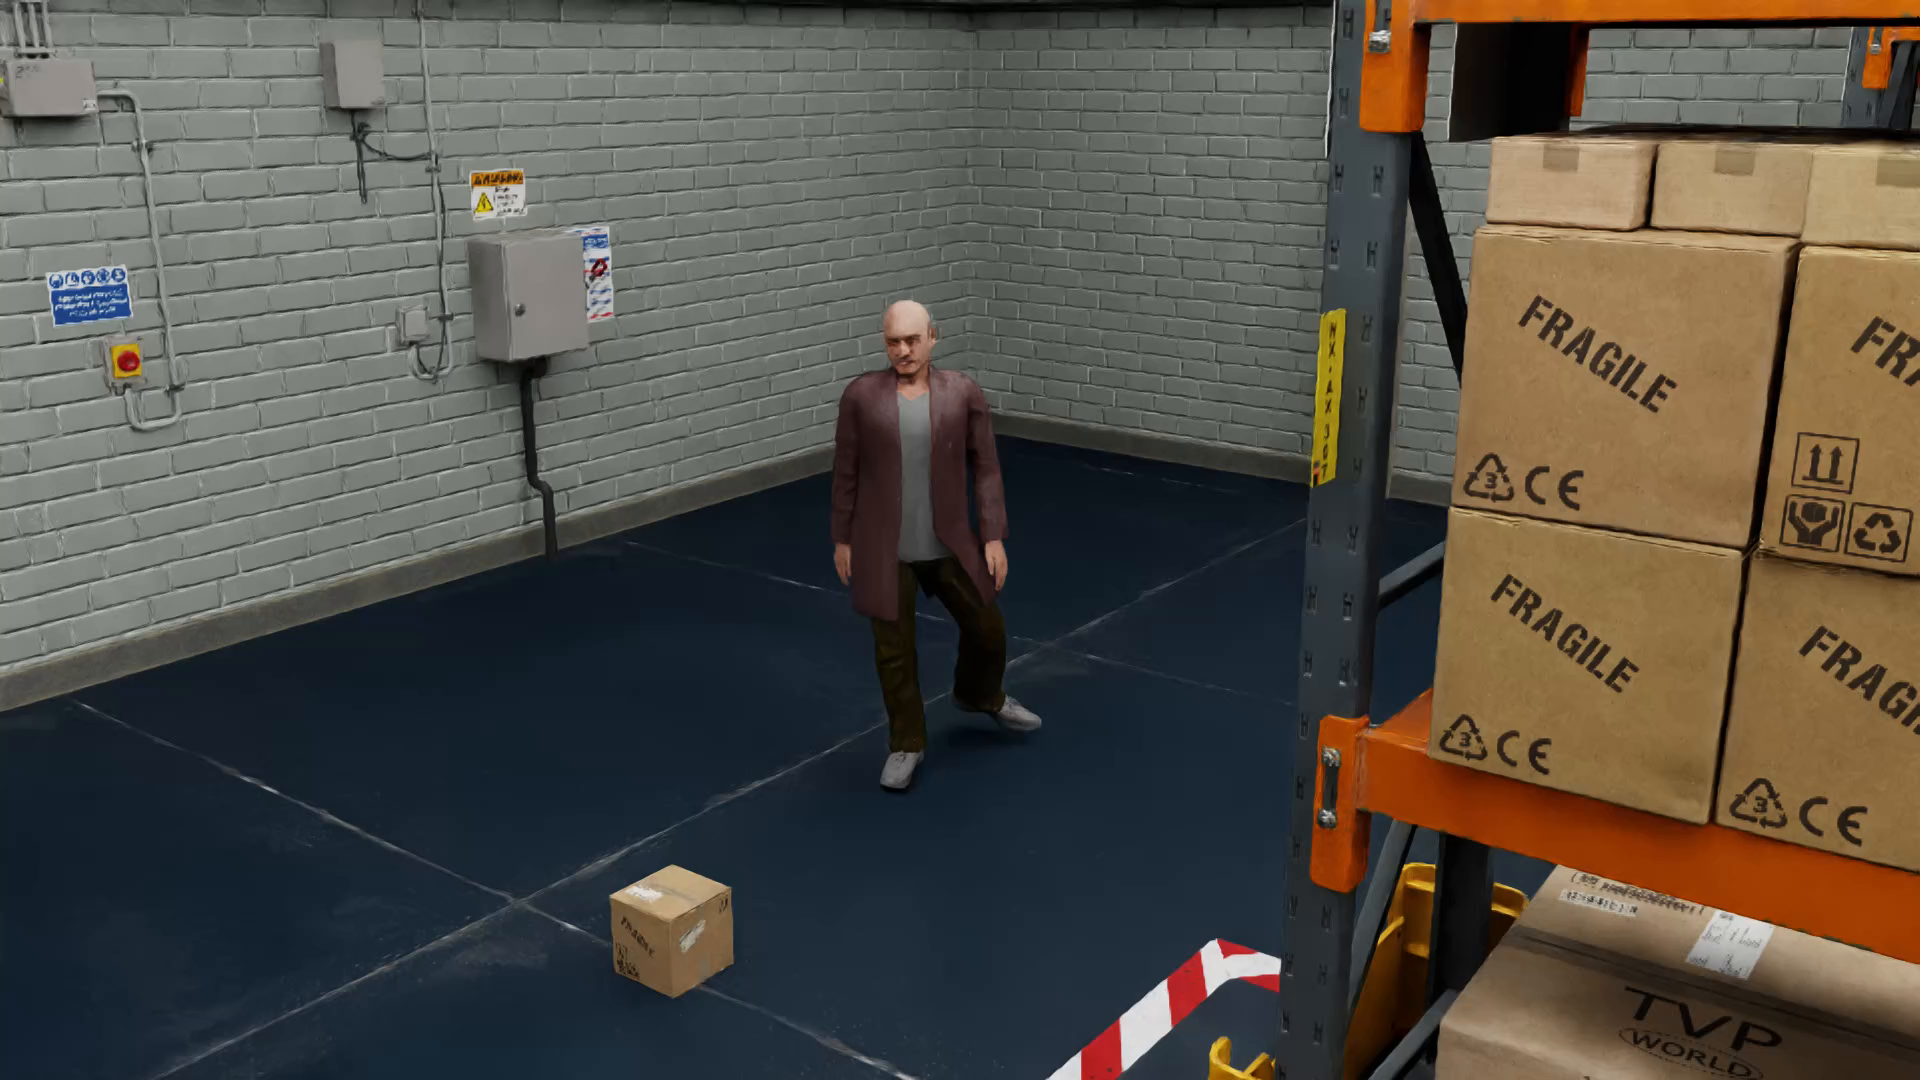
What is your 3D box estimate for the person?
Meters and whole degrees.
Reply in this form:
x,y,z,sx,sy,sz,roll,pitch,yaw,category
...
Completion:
x,y,z,sx,sy,sz,roll,pitch,yaw,category
-0.071,-0.011,6.103,0.823,1.768,0.579,-3,17,-9,person
